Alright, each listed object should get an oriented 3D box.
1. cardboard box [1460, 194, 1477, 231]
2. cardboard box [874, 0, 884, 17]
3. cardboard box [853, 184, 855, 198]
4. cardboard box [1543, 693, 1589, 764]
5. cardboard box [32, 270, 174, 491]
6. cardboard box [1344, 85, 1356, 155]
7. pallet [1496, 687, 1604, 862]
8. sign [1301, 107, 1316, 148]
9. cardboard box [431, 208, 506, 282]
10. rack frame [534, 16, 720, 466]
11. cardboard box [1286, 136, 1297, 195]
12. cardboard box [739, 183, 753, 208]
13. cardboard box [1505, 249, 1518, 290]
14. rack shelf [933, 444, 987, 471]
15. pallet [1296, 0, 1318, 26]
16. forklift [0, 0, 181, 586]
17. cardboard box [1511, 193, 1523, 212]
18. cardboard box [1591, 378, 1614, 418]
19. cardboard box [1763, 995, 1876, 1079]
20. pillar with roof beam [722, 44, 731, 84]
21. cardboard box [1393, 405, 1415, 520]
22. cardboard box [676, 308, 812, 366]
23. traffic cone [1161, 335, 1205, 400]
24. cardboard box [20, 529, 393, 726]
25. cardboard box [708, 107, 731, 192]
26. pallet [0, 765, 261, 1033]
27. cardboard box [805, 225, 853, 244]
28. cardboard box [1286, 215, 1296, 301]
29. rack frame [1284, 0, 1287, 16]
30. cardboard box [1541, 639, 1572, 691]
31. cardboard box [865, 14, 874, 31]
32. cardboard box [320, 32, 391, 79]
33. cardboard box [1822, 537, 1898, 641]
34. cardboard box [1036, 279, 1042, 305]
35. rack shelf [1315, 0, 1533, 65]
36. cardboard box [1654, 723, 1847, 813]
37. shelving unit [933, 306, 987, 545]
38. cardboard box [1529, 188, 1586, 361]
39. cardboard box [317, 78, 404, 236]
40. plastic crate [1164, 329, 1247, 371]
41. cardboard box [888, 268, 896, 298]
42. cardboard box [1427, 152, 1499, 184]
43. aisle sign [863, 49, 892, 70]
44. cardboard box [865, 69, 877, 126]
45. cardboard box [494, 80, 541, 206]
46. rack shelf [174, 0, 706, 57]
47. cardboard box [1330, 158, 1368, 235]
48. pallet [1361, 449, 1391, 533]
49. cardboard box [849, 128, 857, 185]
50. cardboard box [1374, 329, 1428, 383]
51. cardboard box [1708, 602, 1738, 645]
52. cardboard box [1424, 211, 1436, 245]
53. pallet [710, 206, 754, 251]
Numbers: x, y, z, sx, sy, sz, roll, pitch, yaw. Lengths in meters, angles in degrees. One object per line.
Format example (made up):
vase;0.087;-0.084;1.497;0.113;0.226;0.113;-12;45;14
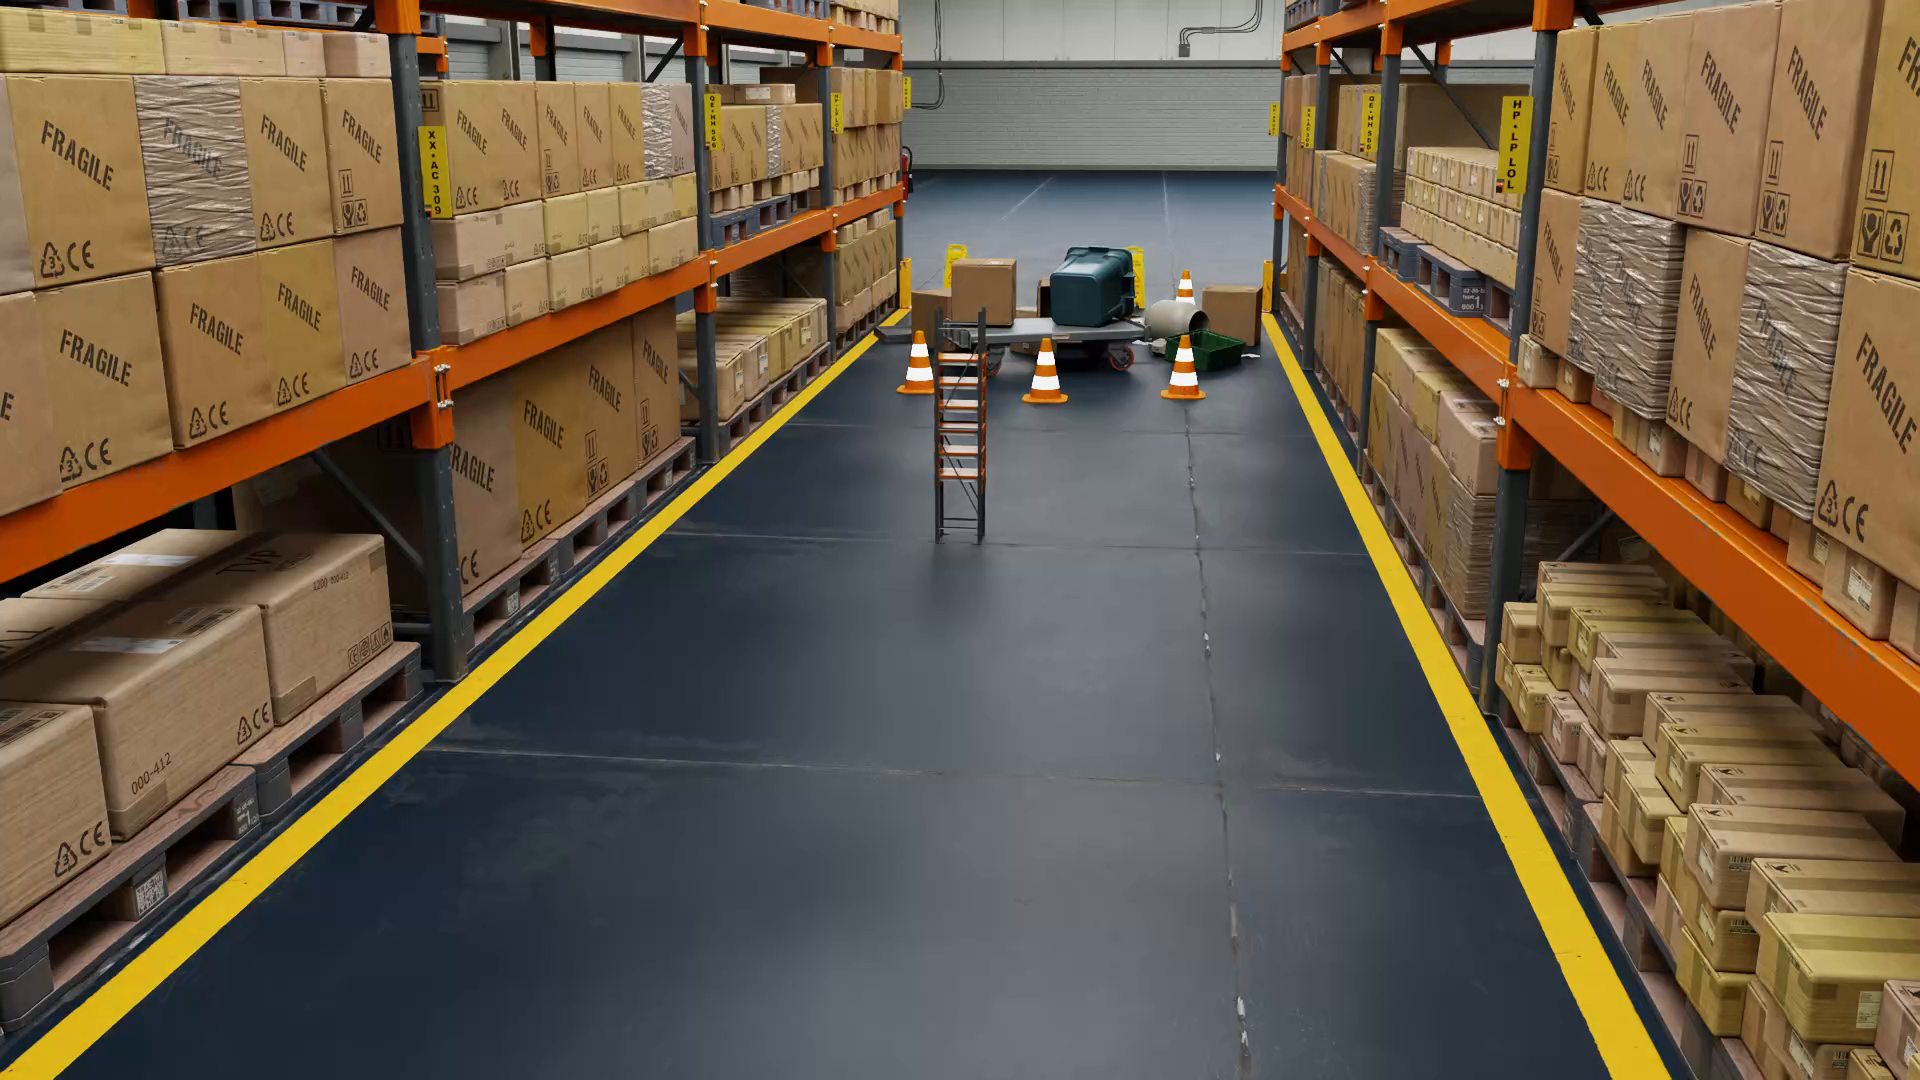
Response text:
cardboard box;2.454;-1.461;7.425;0.380;0.149;0.250;2;15;7
cardboard box;-1.018;-5.130;15.858;0.500;0.250;0.500;2;15;8
cardboard box;-1.175;-3.200;15.232;0.380;0.149;0.250;2;15;6
cardboard box;2.093;0.609;5.321;0.380;0.149;0.250;2;15;6
cardboard box;-2.437;-0.425;4.296;0.500;0.500;0.500;2;15;8
cardboard box;3.256;-3.128;12.377;0.700;0.500;0.500;1;15;5
pallet;2.419;0.737;5.533;1.003;0.211;1.213;2;15;6
sign;2.811;-3.332;13.426;0.100;0.325;0.005;2;15;6
cardboard box;-2.140;-1.179;6.605;0.500;0.250;0.500;1;15;5
rack frame;-2.019;-1.942;10.096;1.000;3.000;0.127;2;15;6
cardboard box;3.589;-3.587;15.894;0.875;0.550;0.550;2;15;6
cardboard box;-1.604;-2.315;11.152;0.380;0.149;0.250;2;15;7
cardboard box;2.337;-1.042;6.447;0.380;0.149;0.250;2;15;7
rack shelf;0.002;-0.424;8.562;0.258;0.103;0.180;2;15;6
pallet;3.605;-4.792;15.061;1.003;0.211;1.213;2;15;6
forklift;-5.175;-1.481;8.523;1.130;2.935;3.031;-13;20;-40
cardboard box;2.341;-1.333;6.382;0.380;0.149;0.250;1;15;5
cardboard box;2.169;-0.460;5.097;0.380;0.149;0.250;1;15;4
cardboard box;1.841;1.003;3.295;0.380;0.149;0.250;1;15;4
pillar with roof beam;-0.714;-11.445;33.750;9.100;9.000;0.400;2;15;6
cardboard box;2.471;-0.378;8.299;0.500;0.500;0.500;1;15;5
cardboard box;-1.702;-1.591;13.028;0.950;0.372;0.625;3;15;10
traffic cone;1.711;-1.332;12.700;0.336;0.463;0.334;2;15;6
cardboard box;-2.647;0.290;5.949;0.875;0.438;0.875;1;15;5
cardboard box;-1.738;-2.446;10.396;0.500;0.500;0.500;1;15;5
pallet;-2.769;0.954;4.729;1.003;0.211;1.213;2;15;6
cardboard box;-1.159;-2.705;14.704;0.380;0.149;0.250;2;15;7
cardboard box;3.803;-2.896;16.892;0.875;0.875;0.875;2;15;7
rack frame;3.814;-6.793;16.544;1.000;3.000;0.127;2;15;6
cardboard box;2.162;0.398;5.531;0.380;0.149;0.250;2;15;7
cardboard box;-1.007;-4.843;15.560;0.380;0.149;0.250;2;15;6
cardboard box;-2.188;-1.659;5.701;0.380;0.149;0.250;1;15;5
cardboard box;1.849;0.085;3.081;0.380;0.149;0.250;2;15;8
cardboard box;1.201;-2.281;16.135;0.797;0.503;0.637;-10;18;-32
rack shelf;3.137;-3.442;11.275;1.077;0.370;4.000;2;15;6
cardboard box;2.013;0.589;4.253;0.380;0.149;0.250;2;15;7
shelving unit;0.002;-0.583;8.519;0.258;1.200;0.189;2;15;6
cardboard box;2.154;-0.856;5.318;0.500;0.500;0.500;1;15;5
cardboard box;-2.249;-1.305;5.633;0.500;0.500;0.500;2;15;6
plastic crate;2.080;-1.614;14.160;0.450;0.188;0.662;22;25;31
cardboard box;-0.942;-2.668;17.246;0.500;0.250;0.500;2;15;6
cardboard box;2.576;-1.875;8.385;0.380;0.149;0.250;1;15;4
aisle sign;-0.821;-5.279;17.458;0.394;0.787;0.004;2;15;6
cardboard box;-1.139;-4.023;15.115;0.700;0.500;0.500;1;15;5
cardboard box;-2.105;-1.674;6.998;0.500;0.500;0.500;2;15;6
rack shelf;-2.244;-2.524;7.880;1.077;0.370;4.000;2;15;6
cardboard box;2.863;-2.387;11.552;0.500;0.500;0.500;2;15;7
pallet;2.822;-0.273;9.269;1.003;0.211;1.213;2;15;6
cardboard box;-1.207;-3.408;14.757;0.500;0.500;0.500;2;15;6
cardboard box;2.593;-1.008;9.193;0.500;0.250;0.500;1;15;4
cardboard box;2.689;0.269;5.438;0.380;0.149;0.250;2;15;7
cardboard box;2.571;-1.584;8.450;0.380;0.149;0.250;2;15;9
pallet;-2.044;-2.037;10.817;1.213;0.211;1.003;2;15;6
